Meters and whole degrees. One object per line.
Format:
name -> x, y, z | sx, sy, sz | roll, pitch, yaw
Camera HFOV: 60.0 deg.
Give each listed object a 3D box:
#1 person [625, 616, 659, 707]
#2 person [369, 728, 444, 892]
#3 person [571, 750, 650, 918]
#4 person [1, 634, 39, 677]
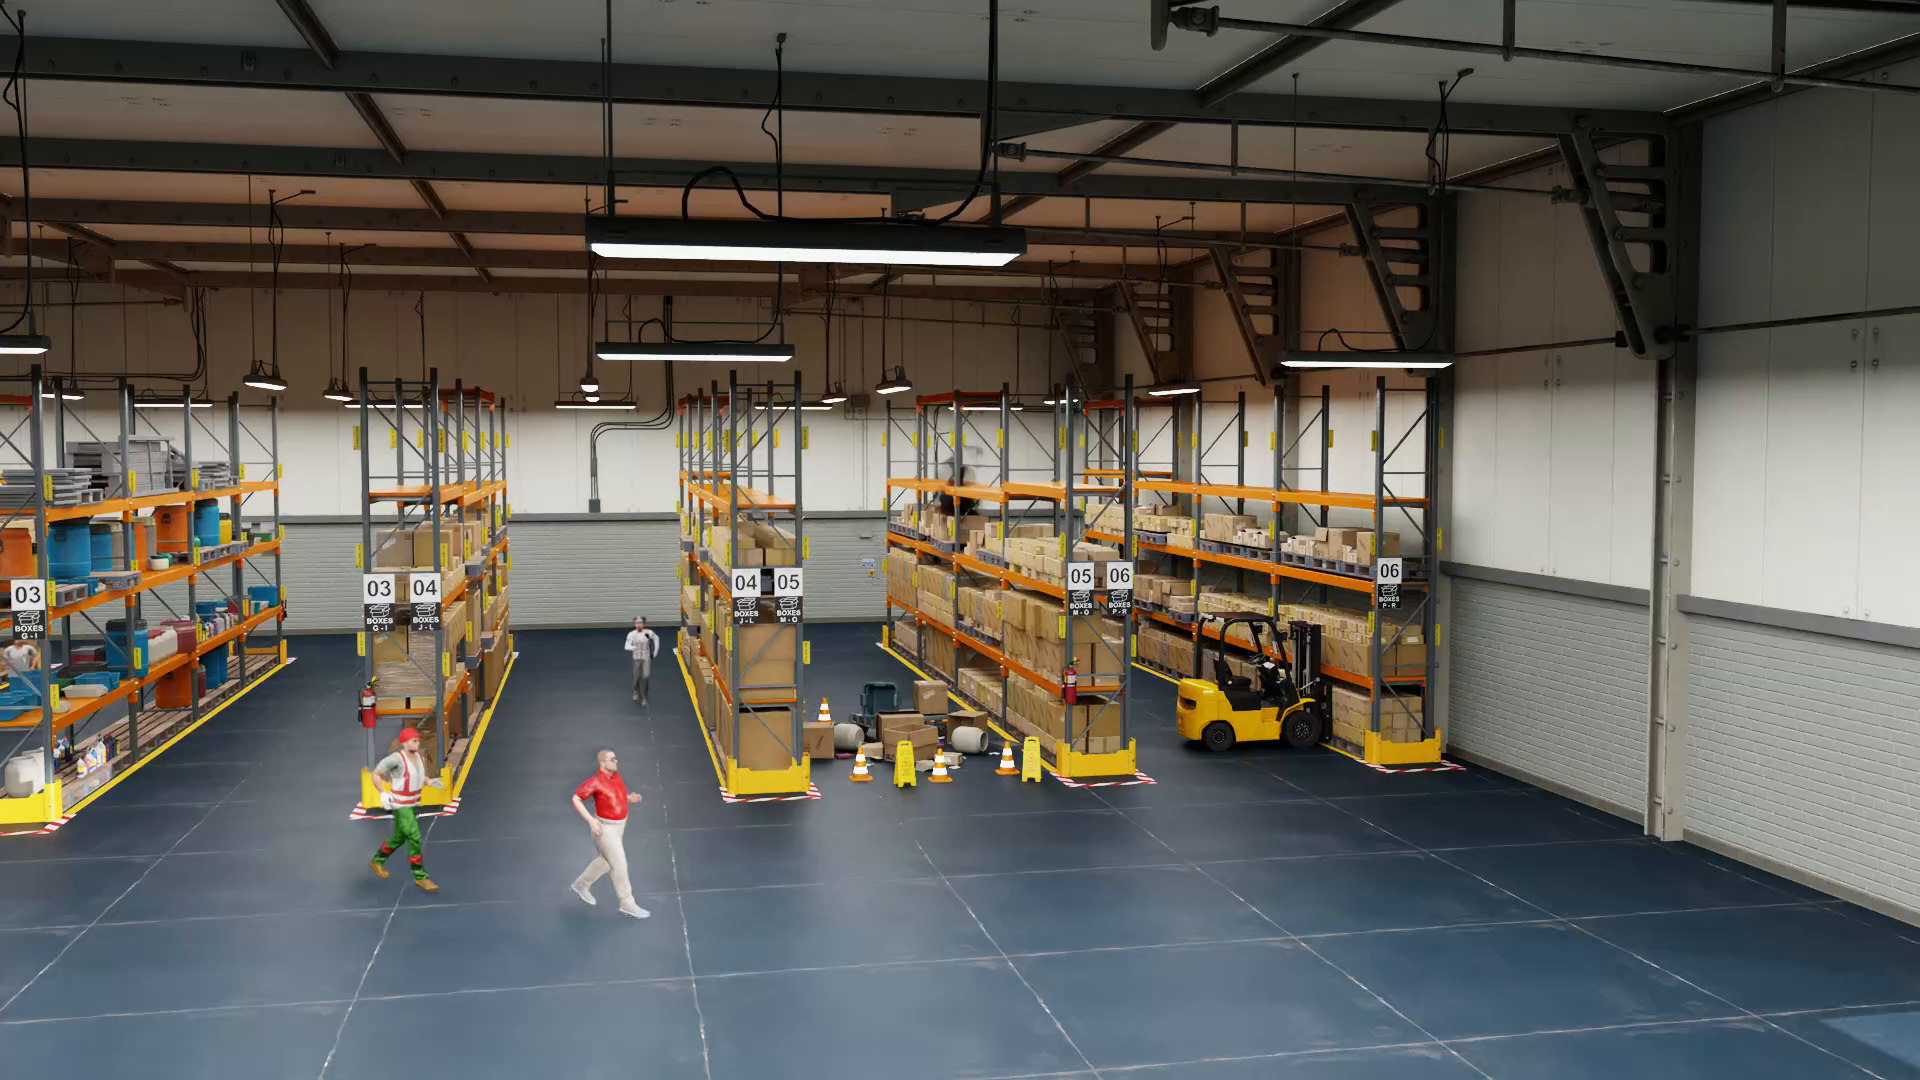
person -> -6.029, 2.283, 31.541 | 0.622, 1.729, 0.866 | -1, 3, -9
person -> -6.252, 2.995, 18.656 | 0.978, 1.803, 0.597 | 1, 4, 15
person -> -3.709, 3.072, 17.558 | 0.976, 1.729, 0.658 | 1, 4, 14
person -> -16.373, 2.424, 28.961 | 0.554, 1.703, 0.814 | -1, 4, -22
